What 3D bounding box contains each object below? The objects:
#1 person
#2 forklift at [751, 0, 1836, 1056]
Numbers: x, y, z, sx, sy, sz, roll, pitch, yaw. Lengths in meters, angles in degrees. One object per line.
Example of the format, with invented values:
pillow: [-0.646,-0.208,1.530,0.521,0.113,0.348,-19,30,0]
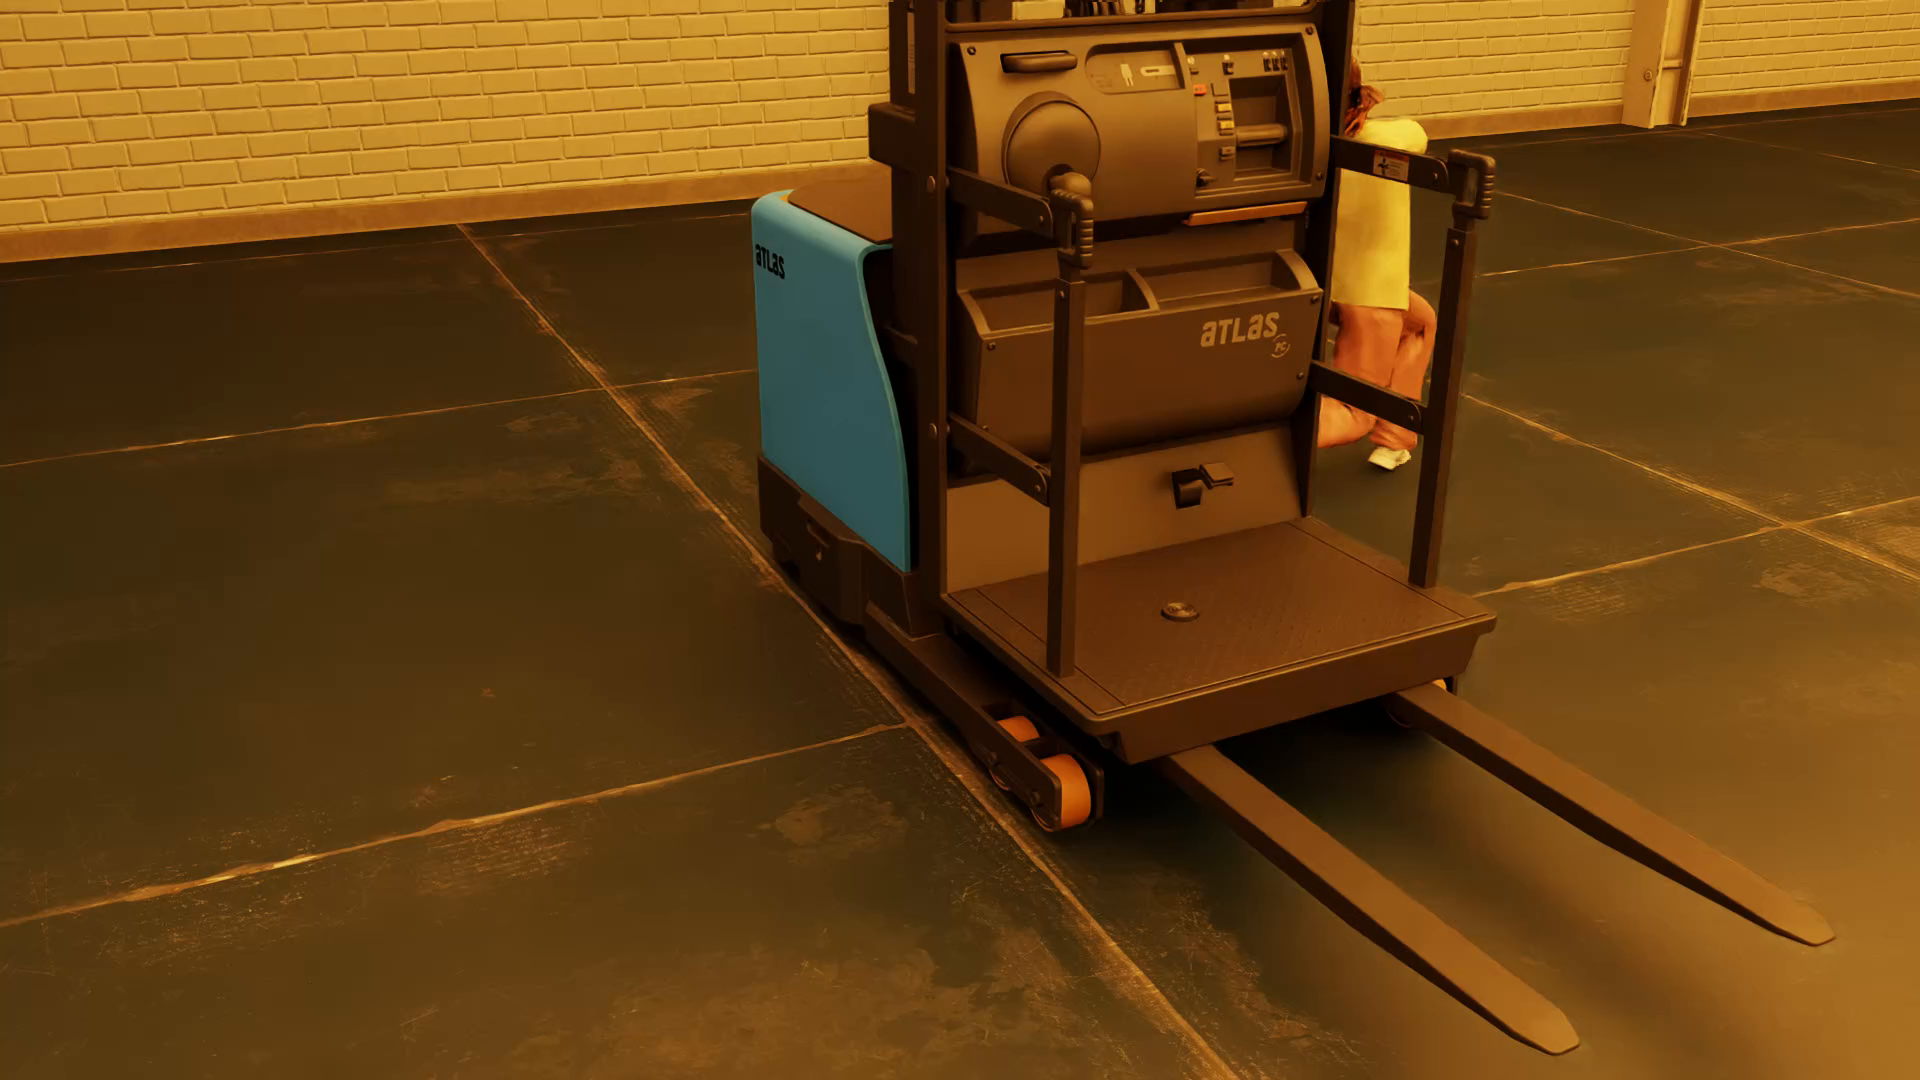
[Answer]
person: [1.156,-0.857,5.410,0.943,1.448,0.652,-19,29,-38]
forklift: [0.526,-0.920,3.500,1.130,2.935,3.031,-11,25,-25]
